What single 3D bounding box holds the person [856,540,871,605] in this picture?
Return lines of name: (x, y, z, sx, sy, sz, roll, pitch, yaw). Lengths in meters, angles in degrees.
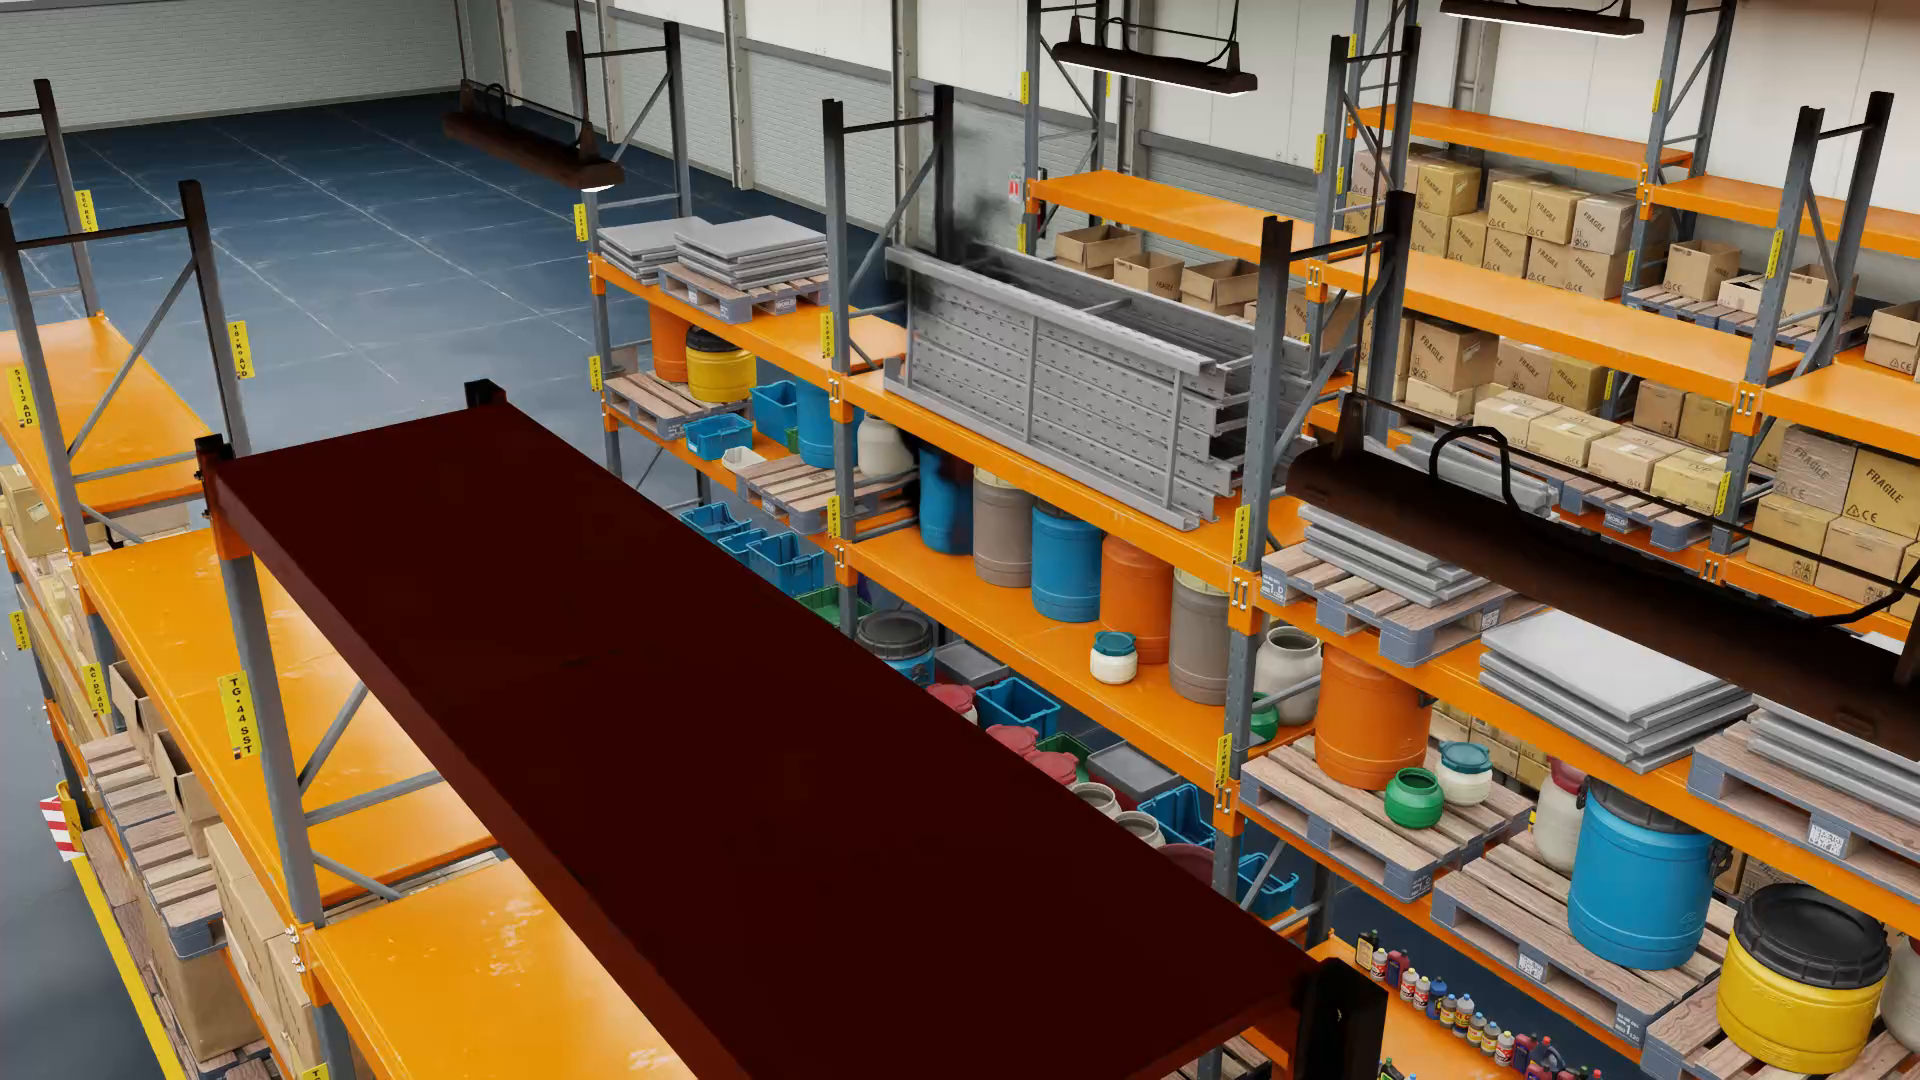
person: (-1.123, -0.084, 16.592, 0.637, 1.693, 0.575, 20, 31, 36)
